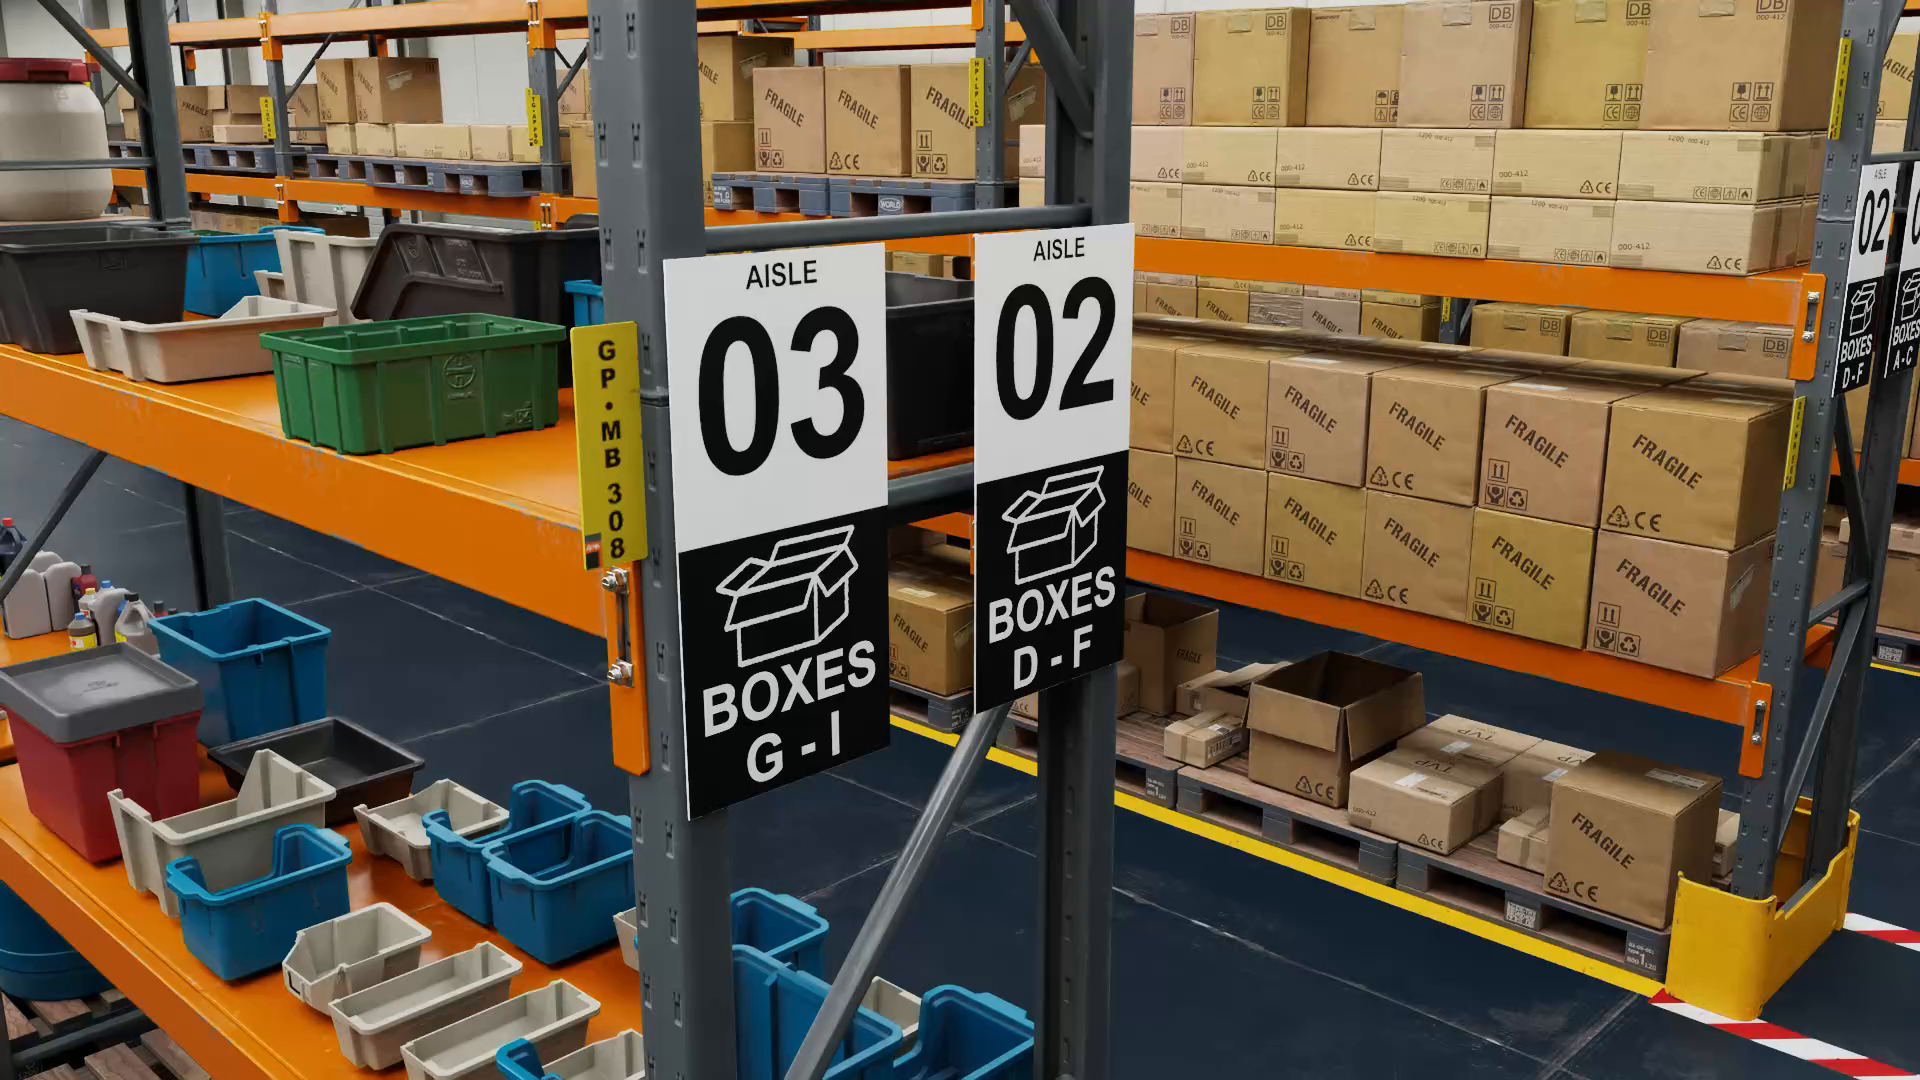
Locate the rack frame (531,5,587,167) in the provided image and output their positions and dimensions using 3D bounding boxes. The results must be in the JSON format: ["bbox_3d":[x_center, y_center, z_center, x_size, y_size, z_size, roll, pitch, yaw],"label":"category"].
[{"bbox_3d":[-2.415,-4.028,11.044,0.127,3.000,1.000,14,20,42],"label":"rack frame"}]

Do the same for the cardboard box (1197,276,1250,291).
[{"bbox_3d":[2.291,-2.195,13.590,0.500,0.250,0.500,13,20,41],"label":"cardboard box"}]

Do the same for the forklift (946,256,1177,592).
[{"bbox_3d":[0.713,-1.204,12.241,1.130,2.935,3.031,-12,19,-38],"label":"forklift"}]

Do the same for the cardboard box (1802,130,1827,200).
[{"bbox_3d":[3.155,-1.483,6.531,0.500,0.250,0.500,14,20,42],"label":"cardboard box"}]

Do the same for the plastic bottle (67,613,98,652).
[{"bbox_3d":[-3.382,0.381,6.414,0.097,0.201,0.097,0,15,0],"label":"plastic bottle"}]

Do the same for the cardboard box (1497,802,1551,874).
[{"bbox_3d":[2.553,1.296,7.257,0.250,0.166,0.380,14,20,42],"label":"cardboard box"}]

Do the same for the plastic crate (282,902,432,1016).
[{"bbox_3d":[-1.451,1.016,3.987,0.250,0.136,0.298,14,20,42],"label":"plastic crate"}]

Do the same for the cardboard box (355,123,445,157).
[{"bbox_3d":[-4.460,-3.202,13.288,0.500,0.250,0.500,11,18,37],"label":"cardboard box"}]

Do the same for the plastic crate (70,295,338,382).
[{"bbox_3d":[-1.756,-0.467,3.849,0.530,0.136,0.437,14,20,42],"label":"plastic crate"}]

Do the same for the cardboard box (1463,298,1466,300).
[{"bbox_3d":[3.750,-2.017,12.911,0.500,0.250,0.500,-14,20,-42],"label":"cardboard box"}]

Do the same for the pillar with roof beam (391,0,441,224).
[{"bbox_3d":[-10.941,-6.631,21.035,0.400,9.000,9.100,14,20,42],"label":"pillar with roof beam"}]

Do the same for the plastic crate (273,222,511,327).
[{"bbox_3d":[-1.478,-0.665,4.320,0.530,0.282,0.437,14,20,42],"label":"plastic crate"}]

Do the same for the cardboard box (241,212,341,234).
[{"bbox_3d":[-5.983,-2.666,14.943,0.500,0.500,0.700,14,20,42],"label":"cardboard box"}]

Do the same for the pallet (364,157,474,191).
[{"bbox_3d":[-3.773,-2.783,12.589,1.003,0.211,1.213,-13,20,-42],"label":"pallet"}]

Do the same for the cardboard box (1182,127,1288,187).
[{"bbox_3d":[1.355,-1.739,7.513,0.500,0.250,0.500,14,20,42],"label":"cardboard box"}]

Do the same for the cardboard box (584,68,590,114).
[{"bbox_3d":[-3.927,-5.122,18.972,0.500,0.500,0.500,-14,20,-43],"label":"cardboard box"}]

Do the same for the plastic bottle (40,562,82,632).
[{"bbox_3d":[-3.712,0.221,6.880,0.135,0.276,0.152,14,20,42],"label":"plastic bottle"}]

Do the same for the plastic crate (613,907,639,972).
[{"bbox_3d":[-0.708,0.979,4.129,0.298,0.136,0.250,14,20,42],"label":"plastic crate"}]

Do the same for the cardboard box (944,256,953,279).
[{"bbox_3d":[0.254,-2.459,15.851,0.500,0.500,0.700,11,18,37],"label":"cardboard box"}]

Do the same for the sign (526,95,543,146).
[{"bbox_3d":[-2.806,-2.766,10.966,0.005,0.325,0.100,14,20,42],"label":"sign"}]

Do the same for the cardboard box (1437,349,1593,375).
[{"bbox_3d":[2.469,-0.561,7.456,0.500,0.500,0.500,14,20,43],"label":"cardboard box"}]

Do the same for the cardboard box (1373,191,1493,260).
[{"bbox_3d":[2.070,-1.321,6.900,0.500,0.250,0.500,14,20,42],"label":"cardboard box"}]

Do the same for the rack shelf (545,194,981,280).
[{"bbox_3d":[-0.975,-1.878,10.170,4.000,0.370,1.077,14,20,42],"label":"rack shelf"}]

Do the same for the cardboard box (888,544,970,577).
[{"bbox_3d":[-0.106,0.352,10.219,0.500,0.500,0.500,14,20,43],"label":"cardboard box"}]

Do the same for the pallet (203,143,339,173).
[{"bbox_3d":[-5.926,-3.378,14.675,1.213,0.211,1.003,14,20,42],"label":"pallet"}]

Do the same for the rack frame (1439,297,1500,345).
[{"bbox_3d":[3.900,-1.325,12.567,0.127,3.000,1.000,14,20,42],"label":"rack frame"}]

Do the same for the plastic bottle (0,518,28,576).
[{"bbox_3d":[-4.131,0.082,7.267,0.185,0.351,0.144,14,20,42],"label":"plastic bottle"}]

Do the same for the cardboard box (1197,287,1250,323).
[{"bbox_3d":[2.300,-1.825,13.660,0.500,0.500,0.500,-14,20,-43],"label":"cardboard box"}]

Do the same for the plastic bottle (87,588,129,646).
[{"bbox_3d":[-3.308,0.319,6.504,0.135,0.276,0.152,14,20,42],"label":"plastic bottle"}]

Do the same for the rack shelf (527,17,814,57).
[{"bbox_3d":[-3.298,-5.628,18.619,4.000,0.370,1.077,14,20,42],"label":"rack shelf"}]

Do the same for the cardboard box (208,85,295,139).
[{"bbox_3d":[-6.392,-3.909,15.220,0.797,0.503,0.637,-12,19,-38],"label":"cardboard box"}]

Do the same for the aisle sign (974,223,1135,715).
[{"bbox_3d":[0.161,-0.126,2.810,0.004,0.787,0.394,14,20,42],"label":"aisle sign"}]

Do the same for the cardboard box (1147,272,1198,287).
[{"bbox_3d":[1.919,-2.283,13.929,0.500,0.250,0.500,14,20,43],"label":"cardboard box"}]

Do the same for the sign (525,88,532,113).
[{"bbox_3d":[-5.115,-5.201,19.761,0.005,0.325,0.100,14,20,42],"label":"sign"}]

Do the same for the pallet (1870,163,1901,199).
[{"bbox_3d":[6.238,-2.161,10.005,1.213,0.211,1.003,14,20,42],"label":"pallet"}]

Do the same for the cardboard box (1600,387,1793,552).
[{"bbox_3d":[2.833,-0.285,6.396,0.500,0.500,0.500,13,20,42],"label":"cardboard box"}]

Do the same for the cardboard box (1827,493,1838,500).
[{"bbox_3d":[5.707,-0.228,11.195,0.250,0.149,0.380,14,20,43],"label":"cardboard box"}]

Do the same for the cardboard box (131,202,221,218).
[{"bbox_3d":[-7.809,-3.108,16.640,0.500,0.500,0.700,14,20,42],"label":"cardboard box"}]

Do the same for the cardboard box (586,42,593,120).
[{"bbox_3d":[-2.105,-3.031,10.986,0.500,0.500,0.500,14,20,42],"label":"cardboard box"}]

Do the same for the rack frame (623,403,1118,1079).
[{"bbox_3d":[-0.097,1.174,2.979,0.127,3.000,1.000,14,20,42],"label":"rack frame"}]

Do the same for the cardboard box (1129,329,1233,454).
[{"bbox_3d":[0.980,-0.733,8.117,0.500,0.500,0.500,13,19,40],"label":"cardboard box"}]

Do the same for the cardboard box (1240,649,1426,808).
[{"bbox_3d":[1.821,0.898,8.115,0.637,0.503,0.797,14,20,42],"label":"cardboard box"}]

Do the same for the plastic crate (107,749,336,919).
[{"bbox_3d":[-2.005,0.802,4.519,0.530,0.282,0.437,14,20,42],"label":"plastic crate"}]

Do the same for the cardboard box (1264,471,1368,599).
[{"bbox_3d":[1.739,-0.069,7.549,0.500,0.500,0.500,13,20,41],"label":"cardboard box"}]

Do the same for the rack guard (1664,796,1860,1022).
[{"bbox_3d":[3.289,1.471,6.794,0.348,0.500,1.175,14,20,42],"label":"rack guard"}]

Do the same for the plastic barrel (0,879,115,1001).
[{"bbox_3d":[-3.356,1.187,6.255,0.708,0.901,0.600,14,20,42],"label":"plastic barrel"}]

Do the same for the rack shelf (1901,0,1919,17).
[{"bbox_3d":[5.340,-3.336,10.609,4.000,0.370,1.077,14,20,42],"label":"rack shelf"}]

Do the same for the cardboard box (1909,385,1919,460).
[{"bbox_3d":[6.406,-0.857,10.178,0.980,0.700,0.700,-13,20,-42],"label":"cardboard box"}]

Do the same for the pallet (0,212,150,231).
[{"bbox_3d":[-3.608,-1.006,5.770,1.003,0.211,1.213,14,20,42],"label":"pallet"}]

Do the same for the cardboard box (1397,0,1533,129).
[{"bbox_3d":[2.227,-1.967,6.900,0.500,0.500,0.700,14,20,42],"label":"cardboard box"}]

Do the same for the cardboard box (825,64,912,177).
[{"bbox_3d":[-0.344,-2.391,9.480,0.600,0.600,0.600,13,20,42],"label":"cardboard box"}]

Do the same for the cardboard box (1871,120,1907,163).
[{"bbox_3d":[5.693,-2.426,10.112,0.500,0.250,0.500,13,19,40],"label":"cardboard box"}]

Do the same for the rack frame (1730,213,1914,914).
[{"bbox_3d":[3.344,0.275,6.427,0.127,3.000,1.000,14,20,42],"label":"rack frame"}]
